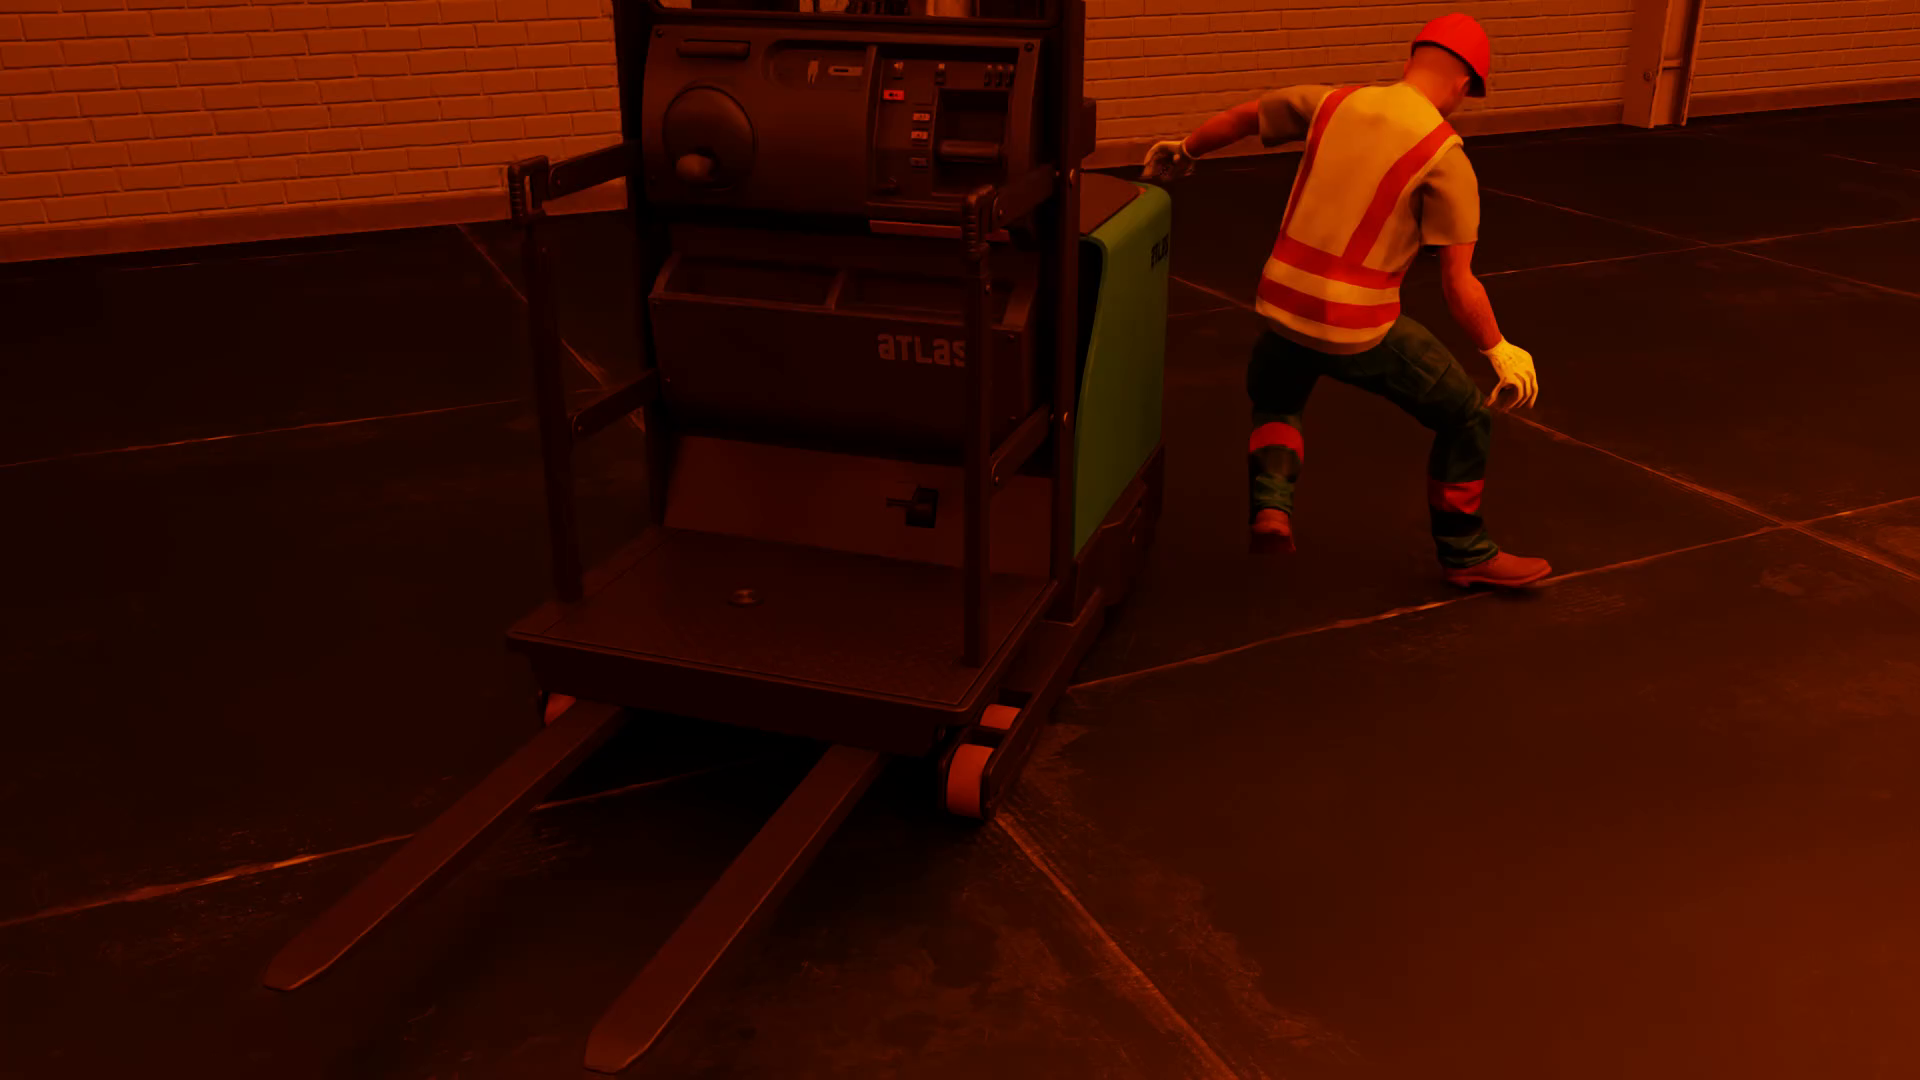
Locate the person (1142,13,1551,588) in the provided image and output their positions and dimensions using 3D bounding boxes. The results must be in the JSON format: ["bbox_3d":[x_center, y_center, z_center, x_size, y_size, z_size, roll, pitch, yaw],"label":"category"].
[{"bbox_3d":[1.034,-0.655,4.651,0.766,1.580,1.234,-16,28,-34],"label":"person"}]

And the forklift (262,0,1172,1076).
[{"bbox_3d":[-0.345,-0.918,3.496,1.130,2.935,3.031,8,24,18],"label":"forklift"}]
